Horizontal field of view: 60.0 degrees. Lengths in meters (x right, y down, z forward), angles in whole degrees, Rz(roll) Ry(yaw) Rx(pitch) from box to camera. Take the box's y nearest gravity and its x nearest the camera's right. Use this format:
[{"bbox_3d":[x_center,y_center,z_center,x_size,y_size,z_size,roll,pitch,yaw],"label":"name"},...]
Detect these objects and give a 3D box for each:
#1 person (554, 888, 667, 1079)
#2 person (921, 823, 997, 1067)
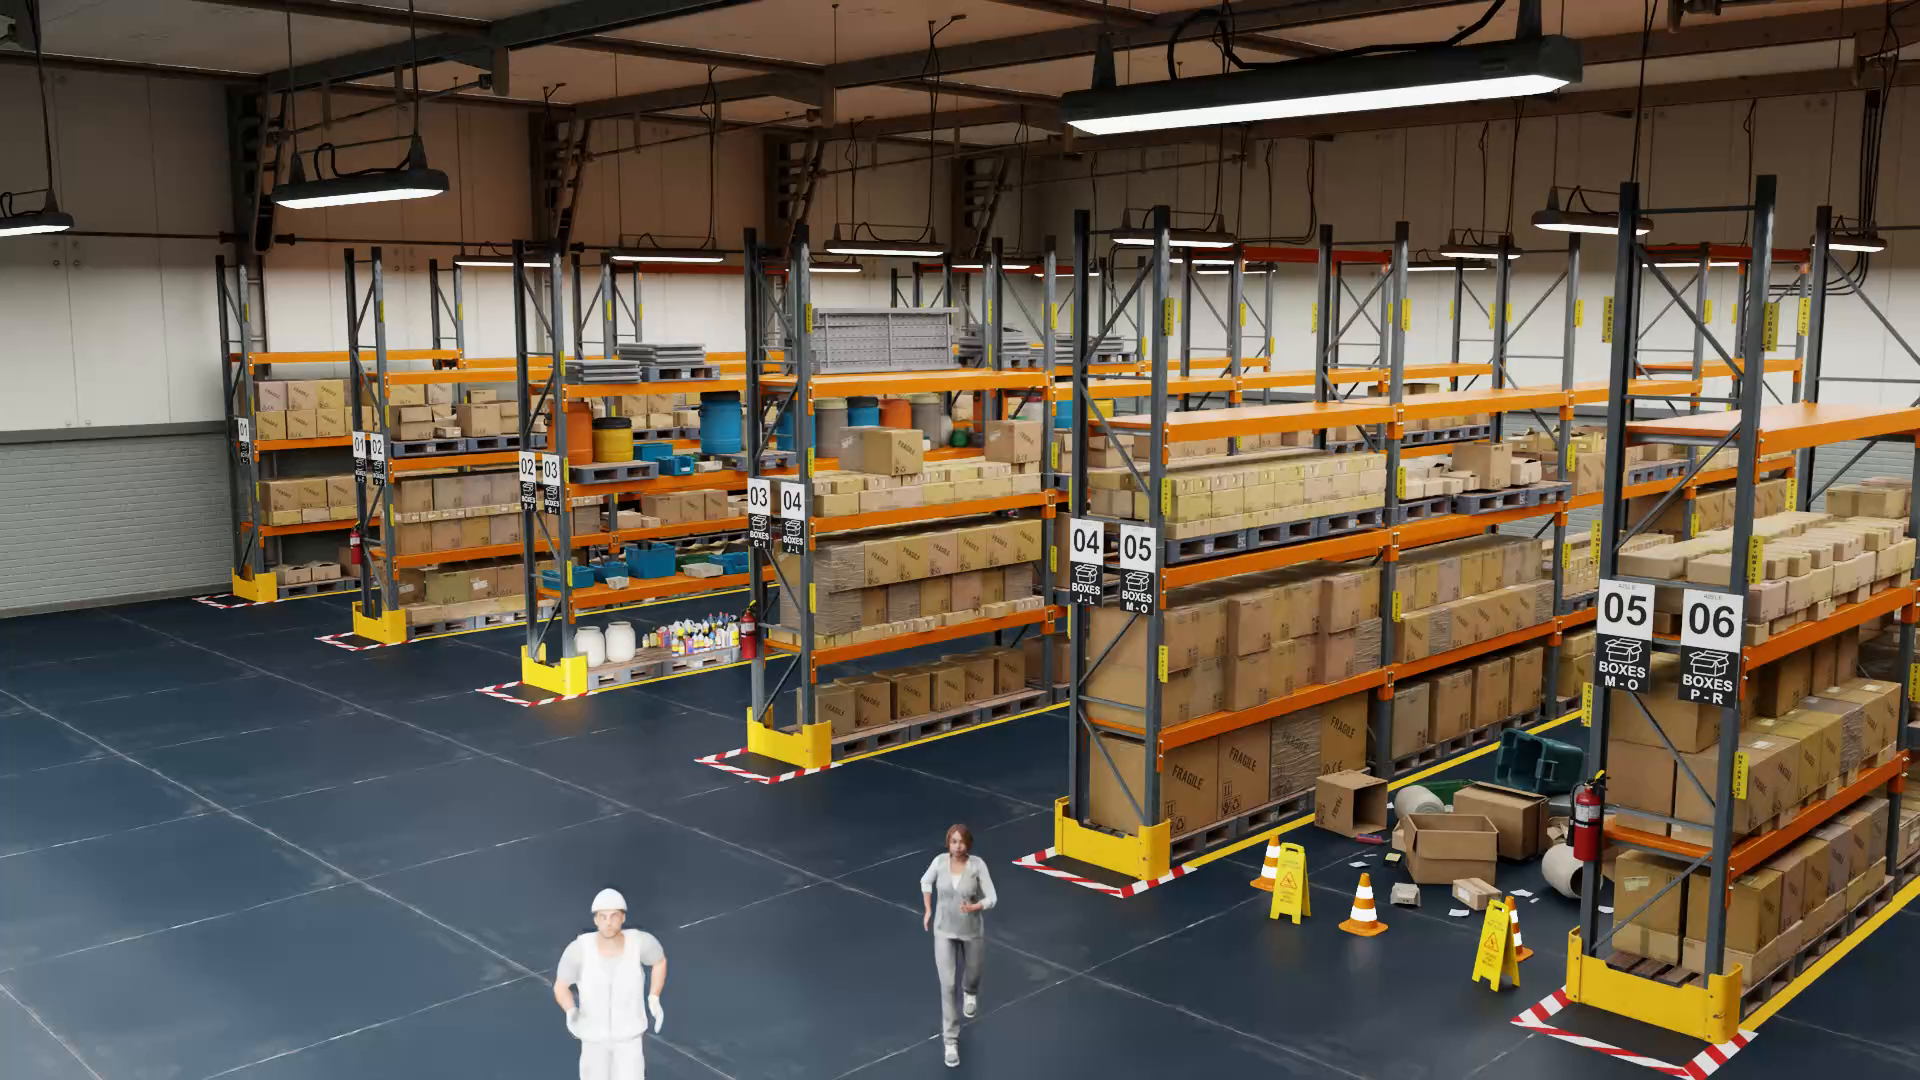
[{"bbox_3d":[-2.055,2.909,9.824,0.653,1.774,0.959,-1,8,-9],"label":"person"},{"bbox_3d":[-0.013,2.737,11.576,0.540,1.580,0.889,0,8,2],"label":"person"}]
